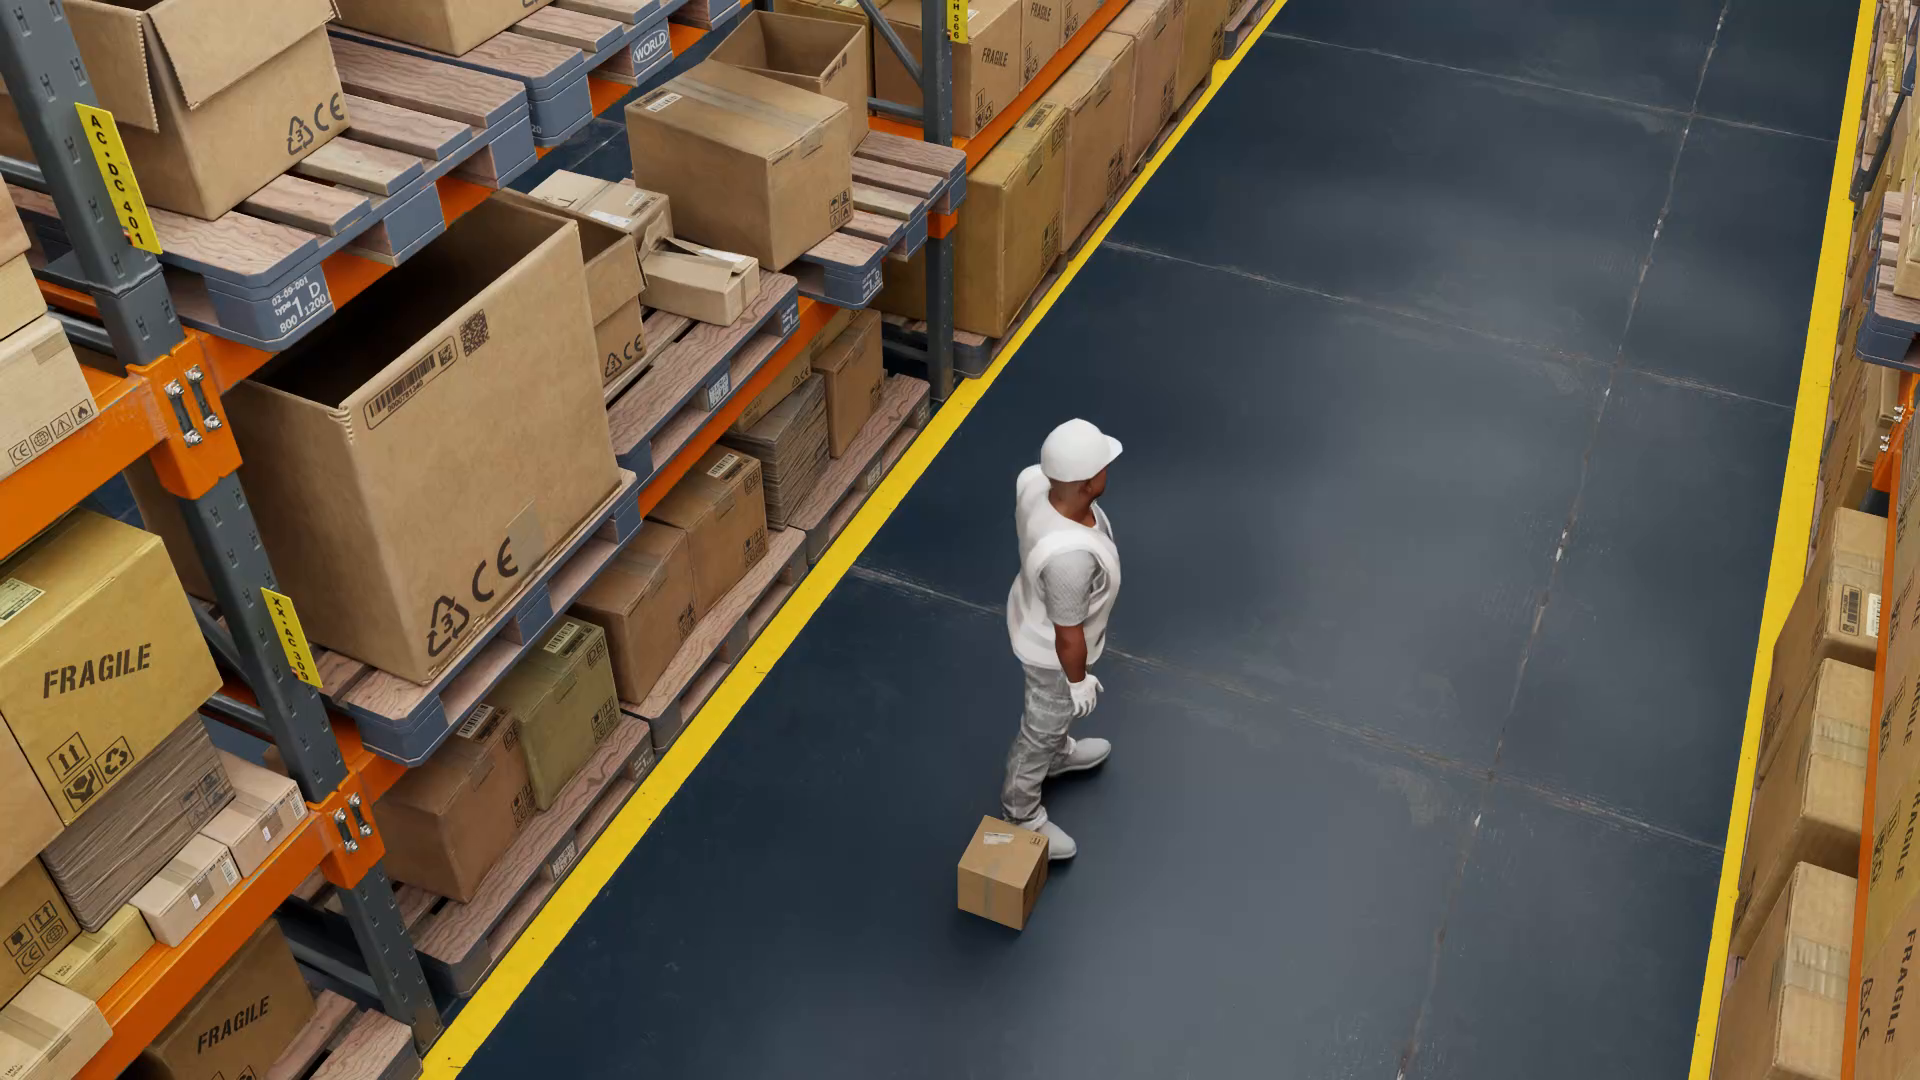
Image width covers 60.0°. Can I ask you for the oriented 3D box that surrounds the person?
[{"bbox_3d":[0.368,0.312,5.748,0.460,1.784,0.616,-2,42,-2],"label":"person"}]
